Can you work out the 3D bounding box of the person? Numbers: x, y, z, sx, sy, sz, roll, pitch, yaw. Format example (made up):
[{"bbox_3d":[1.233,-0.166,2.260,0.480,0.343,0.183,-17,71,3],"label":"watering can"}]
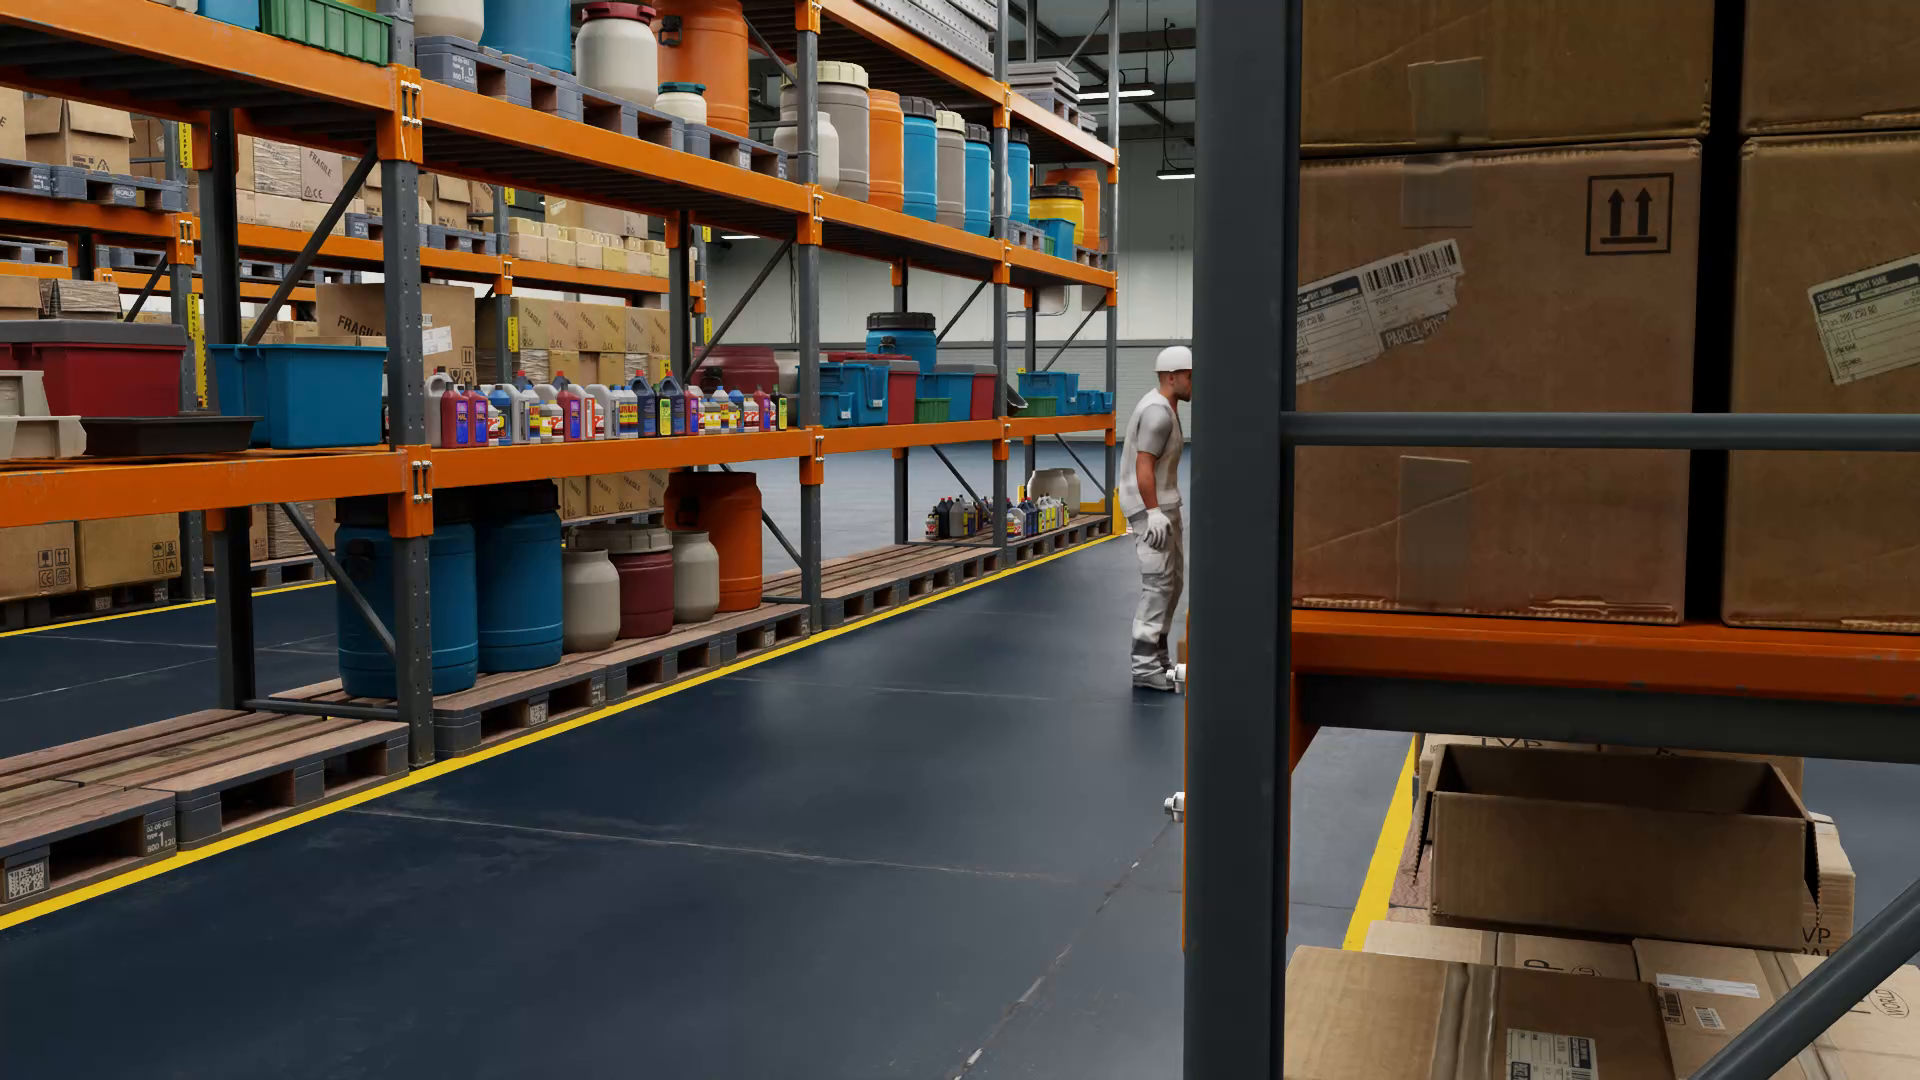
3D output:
[{"bbox_3d":[1.068,-0.124,8.749,0.454,1.777,0.608,1,5,16],"label":"person"}]
